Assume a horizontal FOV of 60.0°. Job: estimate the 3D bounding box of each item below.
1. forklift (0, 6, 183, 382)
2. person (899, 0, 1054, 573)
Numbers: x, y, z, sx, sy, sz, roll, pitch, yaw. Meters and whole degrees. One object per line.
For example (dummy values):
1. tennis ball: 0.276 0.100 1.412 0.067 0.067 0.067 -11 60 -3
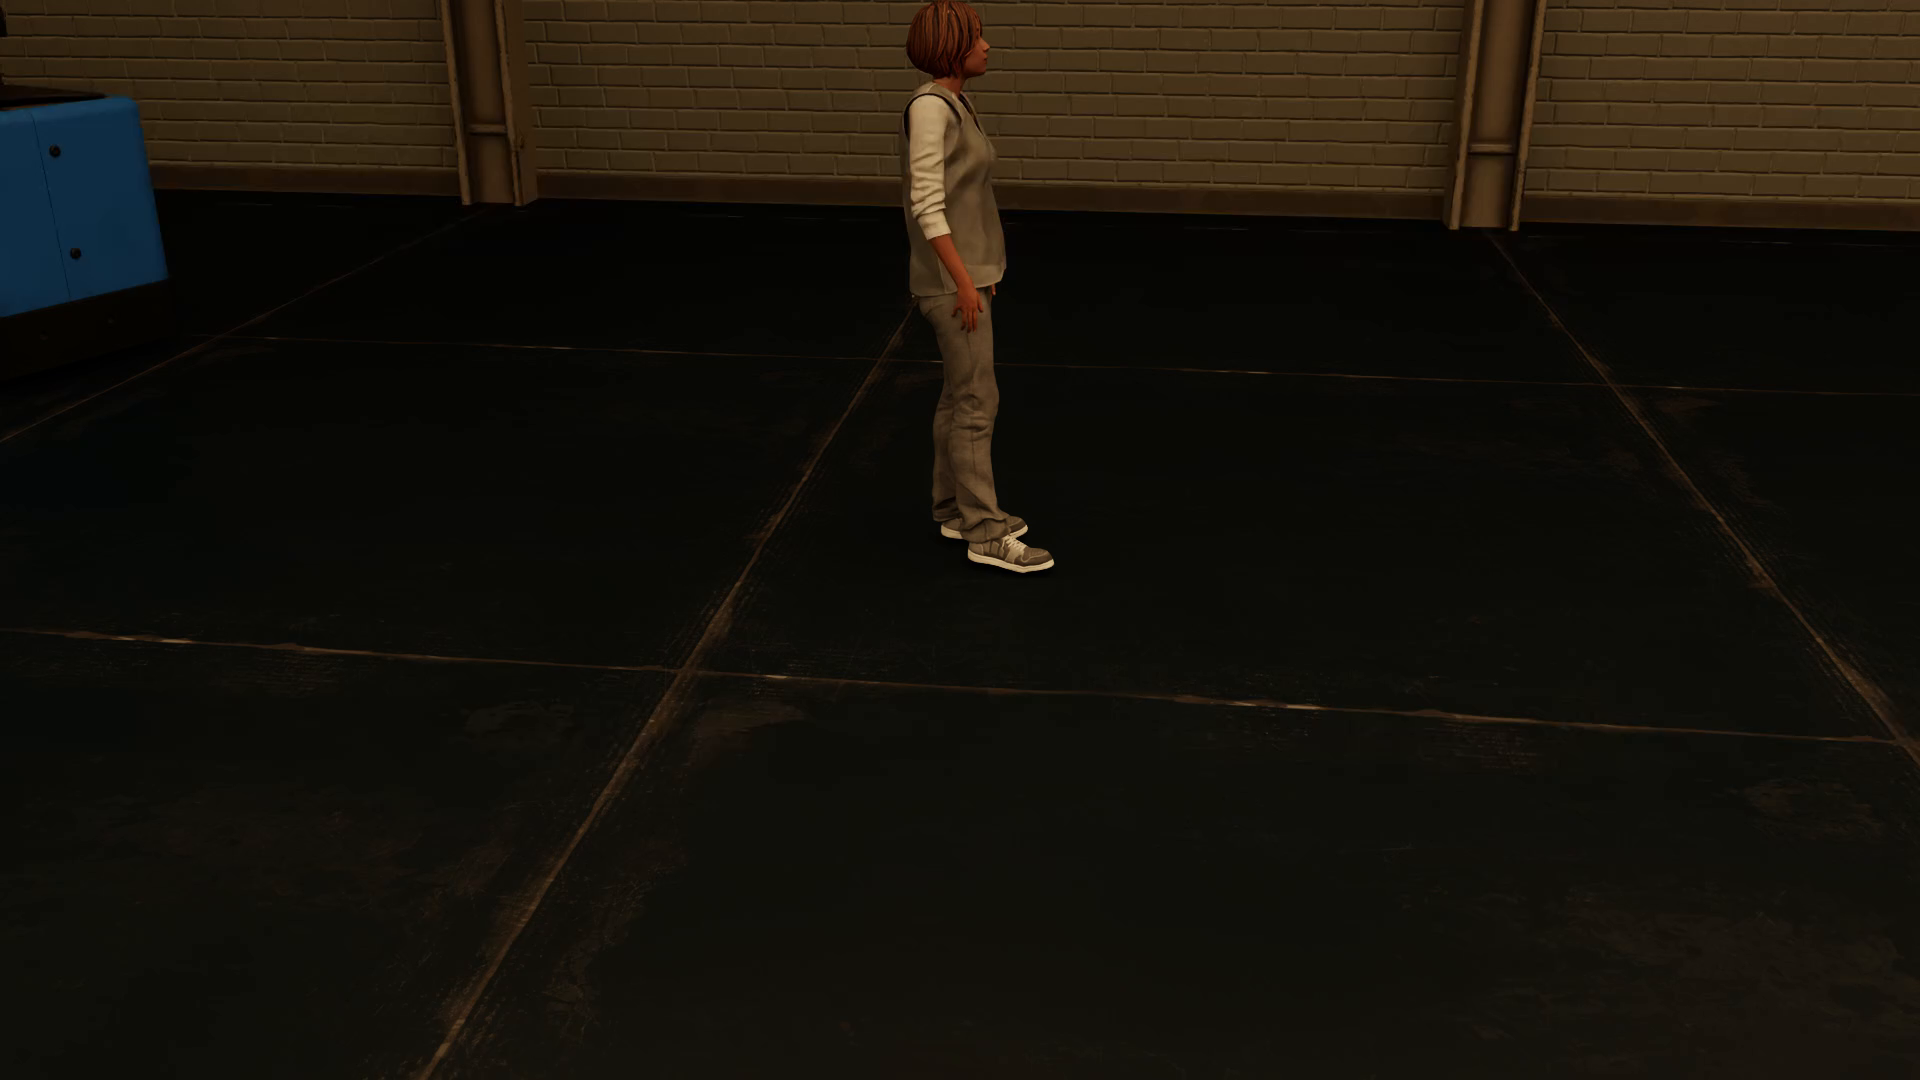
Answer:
1. forklift: -4.923 -2.303 6.972 3.031 2.935 1.130 11 25 26
2. person: 0.071 -0.739 4.854 0.475 1.597 0.520 3 22 7
